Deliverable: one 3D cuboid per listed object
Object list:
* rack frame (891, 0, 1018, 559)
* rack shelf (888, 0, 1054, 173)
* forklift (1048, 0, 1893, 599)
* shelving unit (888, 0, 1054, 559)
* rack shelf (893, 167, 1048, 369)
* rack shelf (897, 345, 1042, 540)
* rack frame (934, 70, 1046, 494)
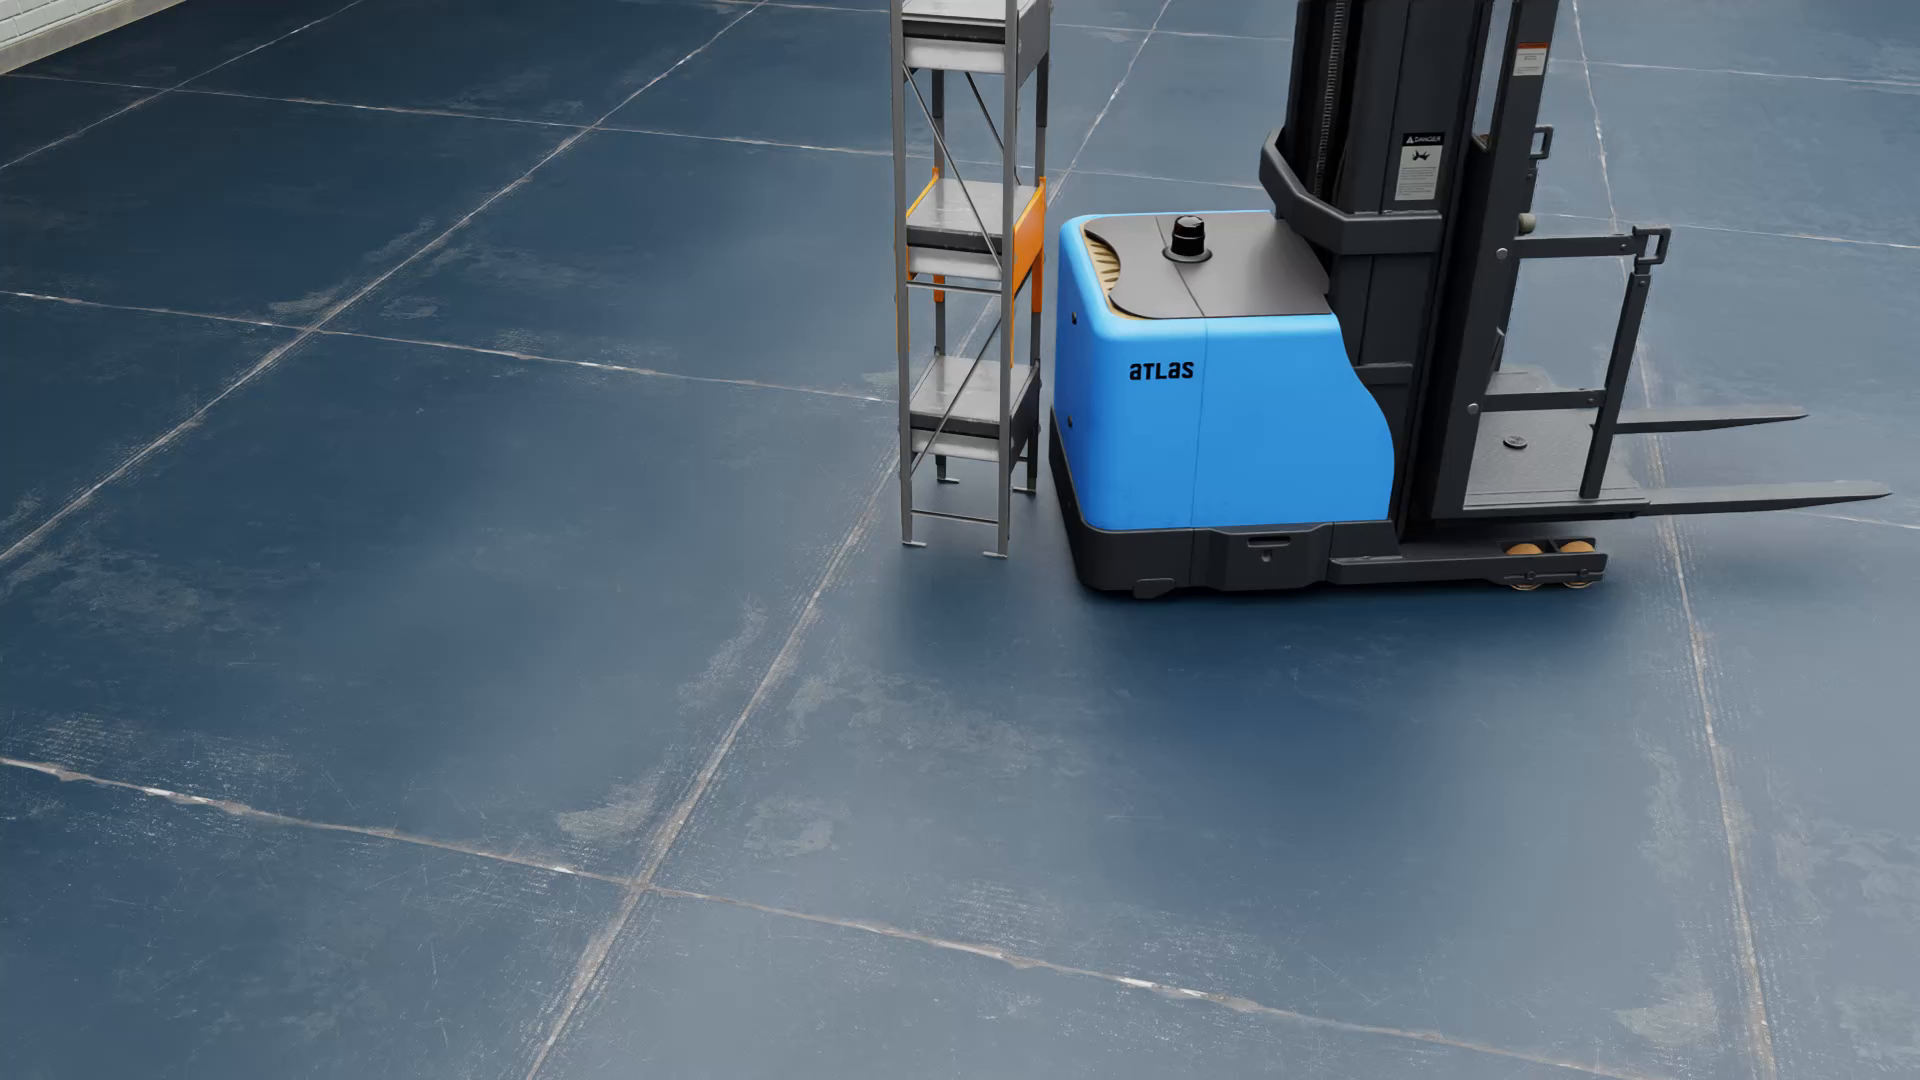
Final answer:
[{"bbox_3d":[-0.020,-0.845,5.623,0.400,2.100,0.015,8,33,12],"label":"rack frame"},{"bbox_3d":[0.042,-1.551,5.454,0.431,0.518,0.480,8,33,12],"label":"rack shelf"},{"bbox_3d":[1.896,-1.338,5.622,3.031,2.935,1.130,-2,33,-4],"label":"forklift"},{"bbox_3d":[0.042,-0.972,5.822,0.431,2.100,0.503,8,33,12],"label":"shelving unit"},{"bbox_3d":[0.042,-0.960,5.829,0.431,0.518,0.480,8,33,12],"label":"rack shelf"},{"bbox_3d":[0.042,-0.370,6.205,0.431,0.518,0.480,8,33,12],"label":"rack shelf"},{"bbox_3d":[0.104,-1.099,6.021,0.400,2.100,0.015,8,33,12],"label":"rack frame"}]
